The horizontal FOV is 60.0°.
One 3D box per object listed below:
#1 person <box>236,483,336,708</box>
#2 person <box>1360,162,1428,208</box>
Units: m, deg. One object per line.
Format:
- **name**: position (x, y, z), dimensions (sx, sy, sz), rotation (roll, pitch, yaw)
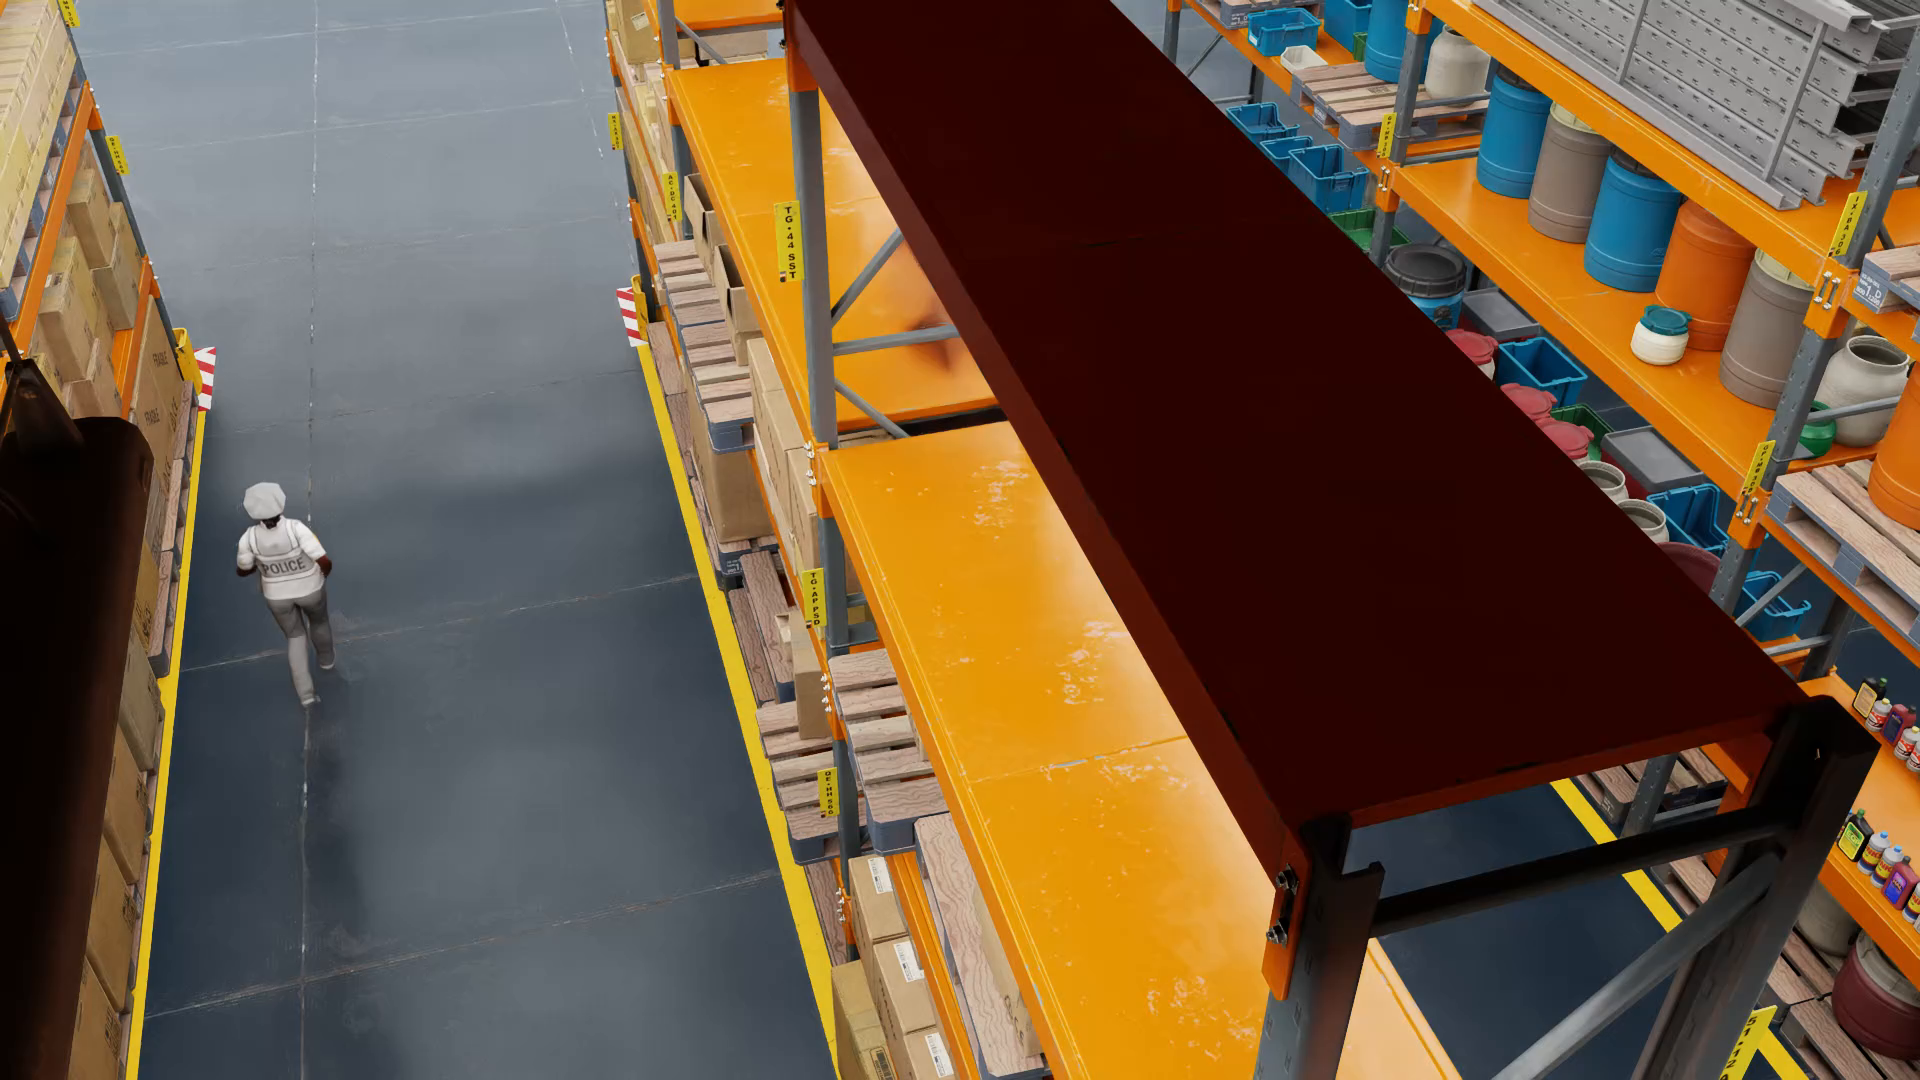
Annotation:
- **person**: position (-4.358, 0.328, 10.891), dimensions (0.591, 1.700, 0.800), rotation (-12, 40, -14)
- **person**: position (3.956, -3.182, 15.506), dimensions (0.532, 1.702, 0.723), rotation (-15, 41, -18)
